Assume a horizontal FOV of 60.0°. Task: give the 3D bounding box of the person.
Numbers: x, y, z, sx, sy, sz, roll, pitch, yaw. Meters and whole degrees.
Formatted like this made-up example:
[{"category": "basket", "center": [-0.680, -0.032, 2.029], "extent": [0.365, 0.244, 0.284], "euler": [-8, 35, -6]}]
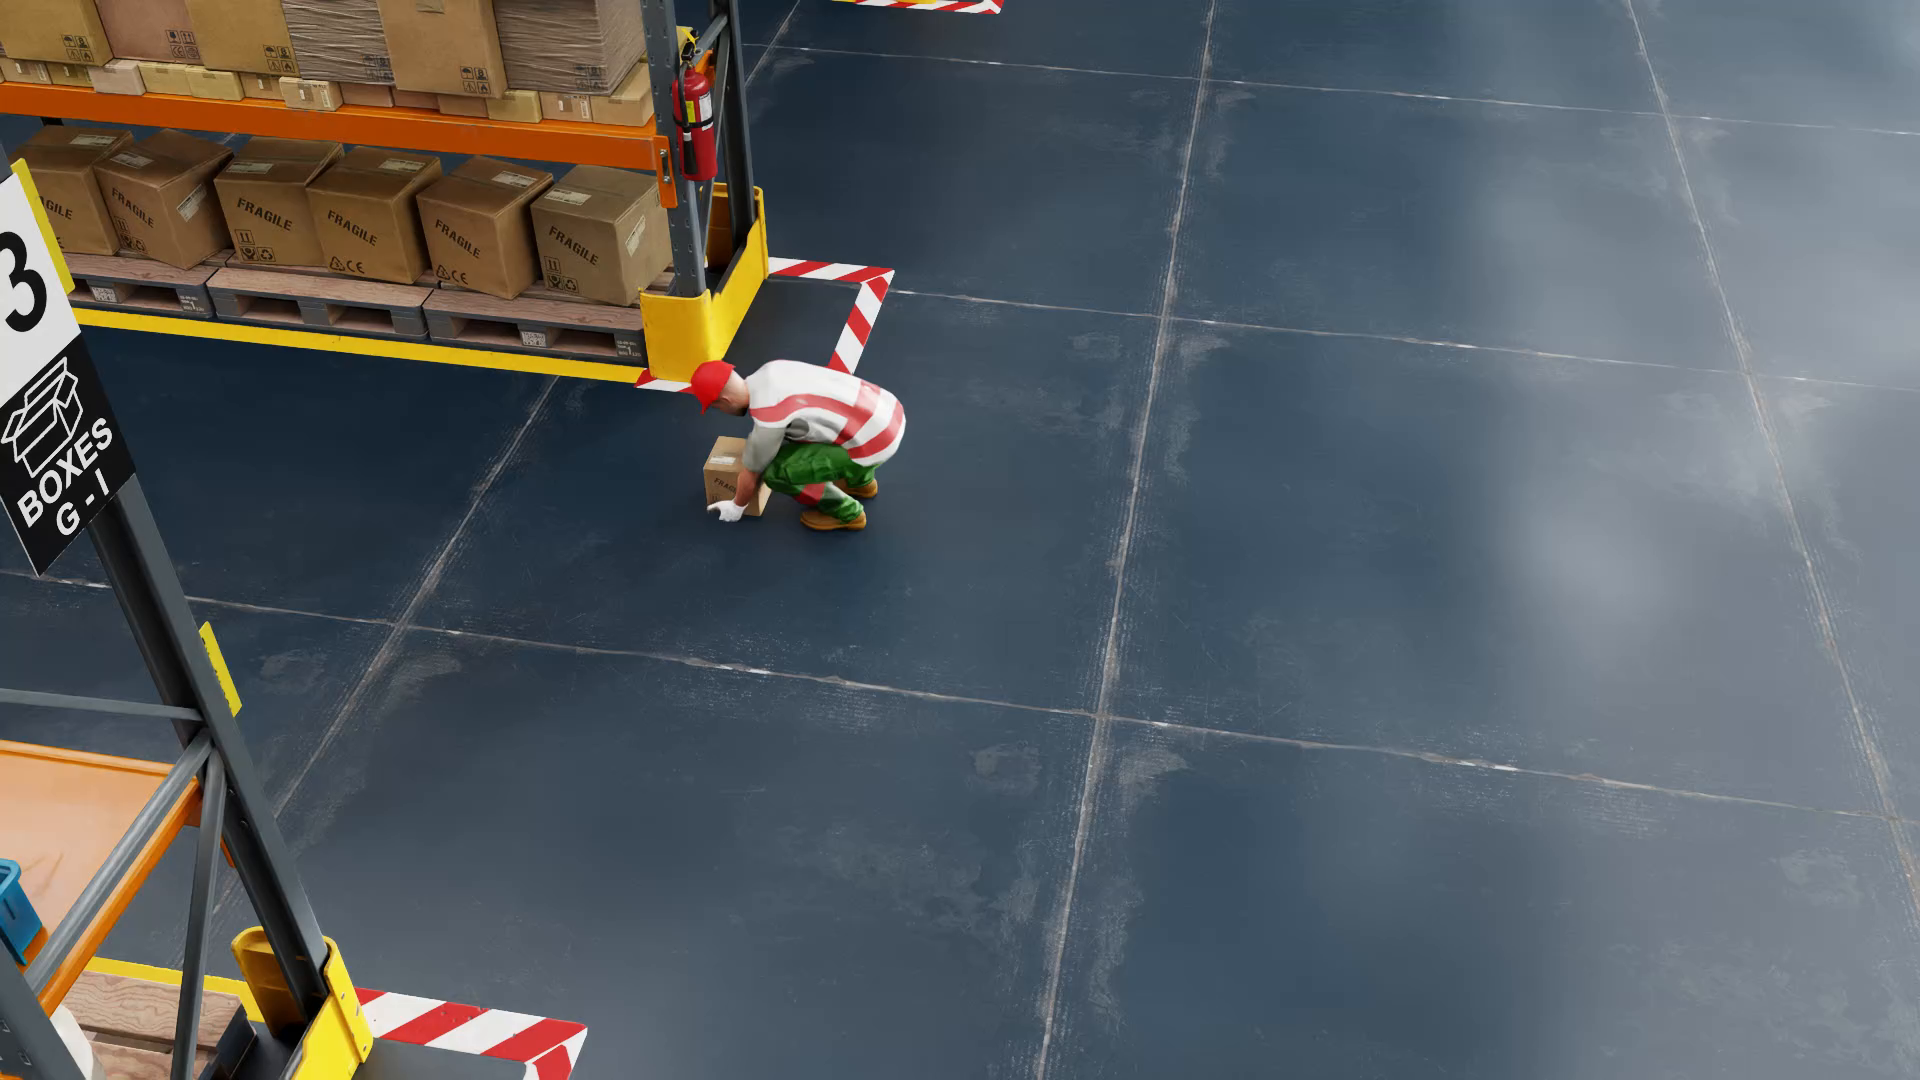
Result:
[{"category": "person", "center": [-0.715, -0.430, 7.497], "extent": [0.929, 0.866, 0.542], "euler": [6, 41, 7]}]
